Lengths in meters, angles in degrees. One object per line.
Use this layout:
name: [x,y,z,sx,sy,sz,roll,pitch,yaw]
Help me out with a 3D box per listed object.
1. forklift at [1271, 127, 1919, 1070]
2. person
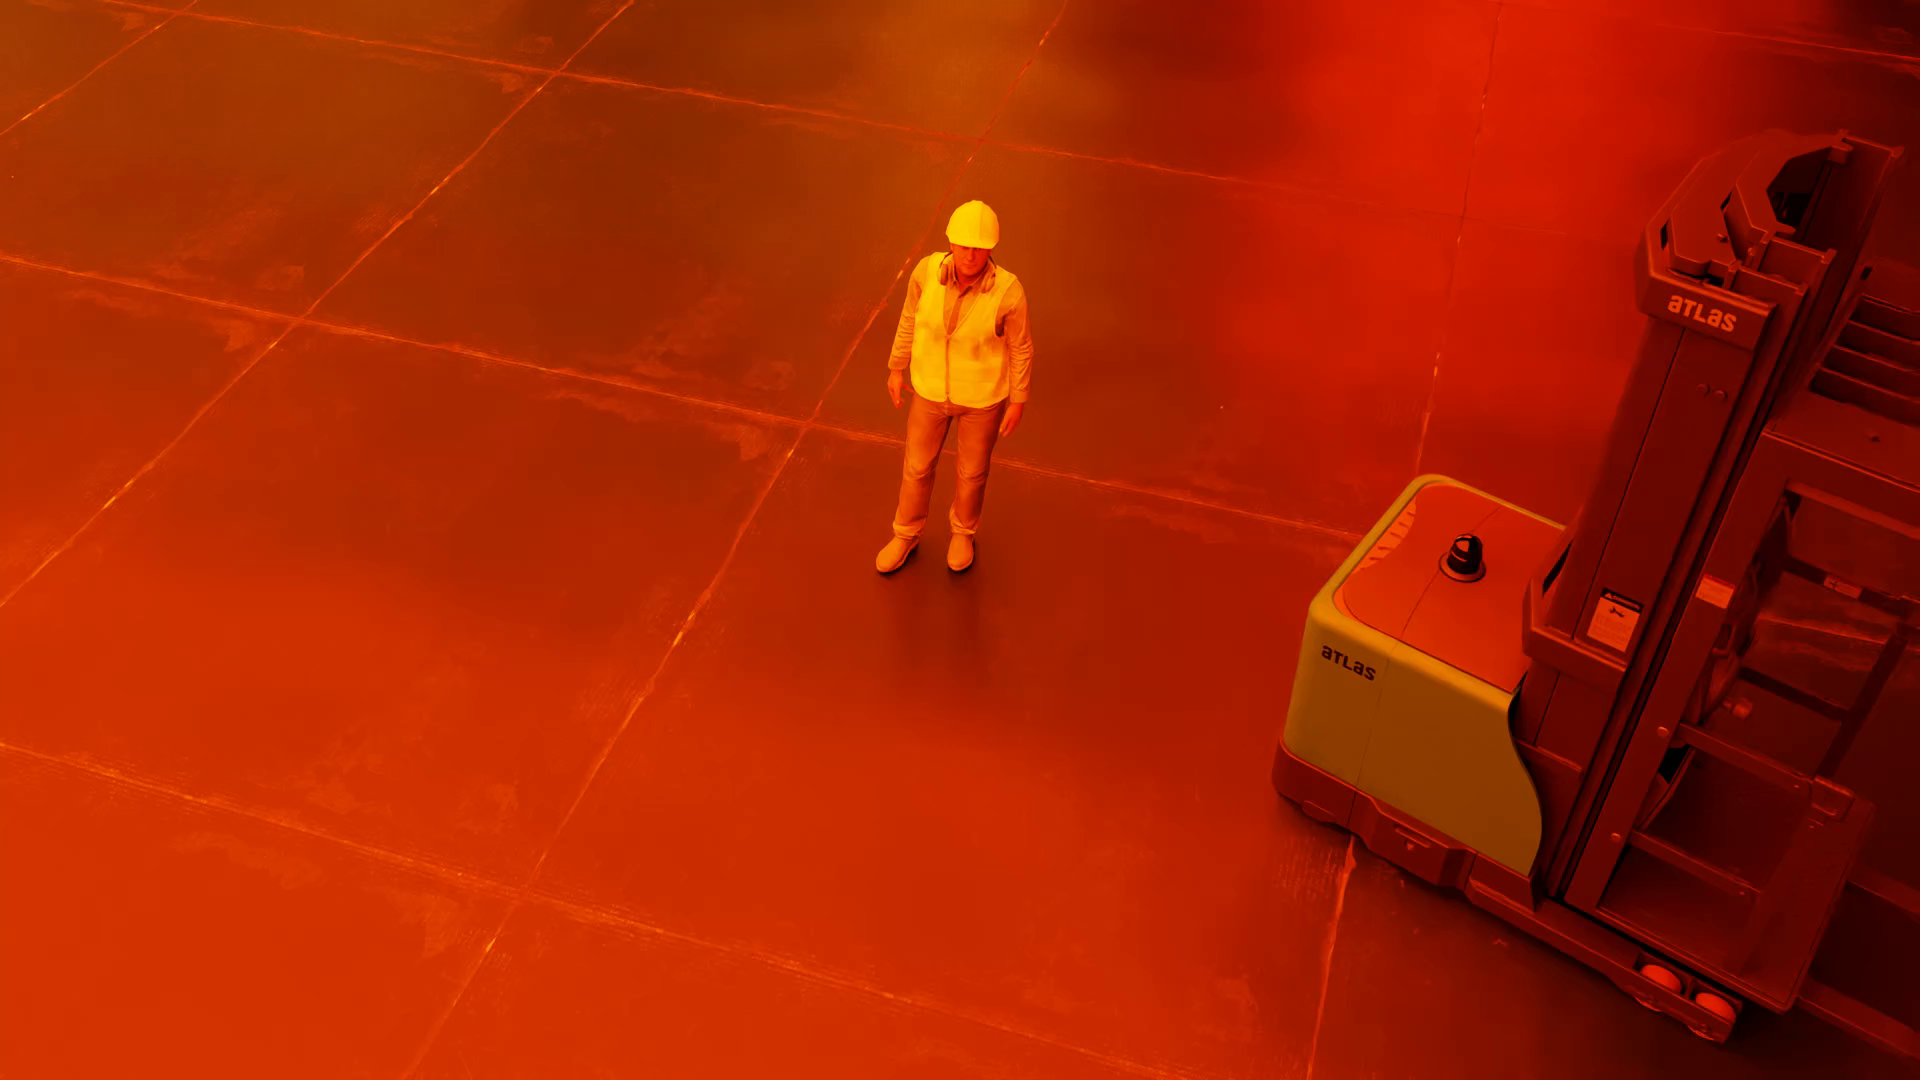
forklift: [2.739,0.291,5.377,3.031,2.935,1.130,27,49,26]
person: [-0.026,-0.616,7.189,0.634,1.775,0.566,12,44,13]
